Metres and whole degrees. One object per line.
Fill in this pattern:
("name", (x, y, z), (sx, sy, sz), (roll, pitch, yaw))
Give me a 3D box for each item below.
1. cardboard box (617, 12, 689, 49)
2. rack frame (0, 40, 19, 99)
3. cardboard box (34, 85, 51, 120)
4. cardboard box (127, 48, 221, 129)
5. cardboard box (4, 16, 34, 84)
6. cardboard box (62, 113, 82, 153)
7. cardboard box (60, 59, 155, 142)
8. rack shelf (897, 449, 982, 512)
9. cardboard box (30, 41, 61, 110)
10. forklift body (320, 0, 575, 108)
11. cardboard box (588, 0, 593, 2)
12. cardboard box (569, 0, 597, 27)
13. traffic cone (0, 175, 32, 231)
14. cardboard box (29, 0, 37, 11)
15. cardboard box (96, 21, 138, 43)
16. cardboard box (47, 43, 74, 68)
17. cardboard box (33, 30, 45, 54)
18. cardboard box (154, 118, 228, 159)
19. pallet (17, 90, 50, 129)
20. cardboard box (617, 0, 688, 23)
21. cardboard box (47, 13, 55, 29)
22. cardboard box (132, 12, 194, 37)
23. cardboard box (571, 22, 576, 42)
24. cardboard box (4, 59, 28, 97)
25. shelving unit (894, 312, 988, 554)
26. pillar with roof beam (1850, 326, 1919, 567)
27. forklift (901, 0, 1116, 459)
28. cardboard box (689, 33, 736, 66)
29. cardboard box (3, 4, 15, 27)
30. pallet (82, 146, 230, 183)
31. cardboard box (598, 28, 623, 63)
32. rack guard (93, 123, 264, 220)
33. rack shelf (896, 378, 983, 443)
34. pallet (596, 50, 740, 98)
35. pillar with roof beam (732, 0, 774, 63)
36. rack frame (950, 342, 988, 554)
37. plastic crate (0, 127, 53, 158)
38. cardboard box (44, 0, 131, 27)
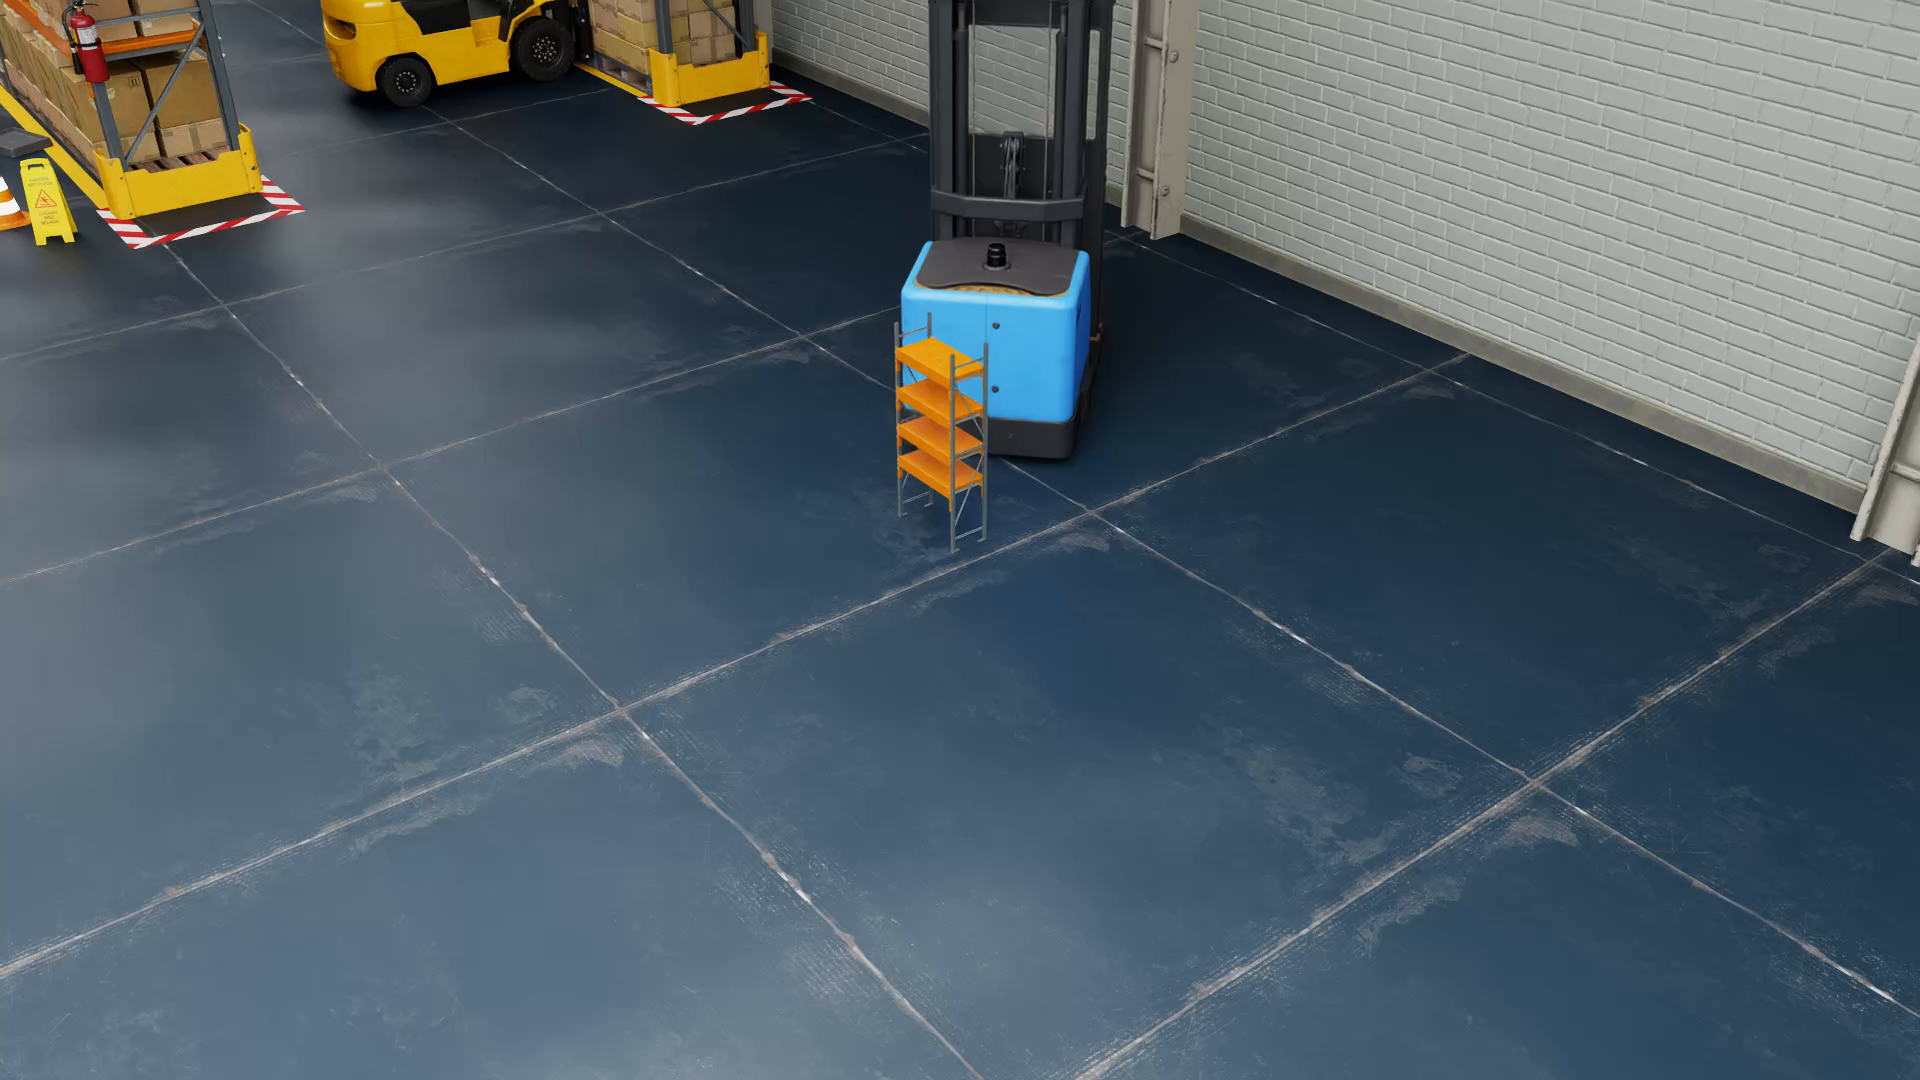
("cardboard box", (-2.987, -5.000, 16.192), (0.500, 0.250, 0.500), (-23, 38, -32))
("rack frame", (-8.813, -5.736, 15.642), (1.000, 3.000, 0.127), (-22, 38, -31))
("cardboard box", (-8.000, -3.974, 15.013), (0.500, 0.250, 0.500), (-23, 38, -32))
("cardboard box", (-6.651, -3.833, 14.076), (0.500, 0.500, 0.500), (-24, 39, -33))
("cardboard box", (-8.327, -4.512, 15.169), (0.500, 0.500, 0.500), (-21, 37, -30))
("cardboard box", (-7.379, -3.547, 14.326), (0.500, 0.250, 0.500), (-22, 38, -31))
("cardboard box", (-7.057, -3.647, 13.776), (0.500, 0.500, 0.500), (-22, 38, -31))
("rack shelf", (-0.102, -0.353, 9.185), (0.258, 0.148, 0.480), (-22, 38, -31))
("cardboard box", (-7.684, -4.076, 14.467), (0.500, 0.500, 0.500), (-23, 39, -32))
("forklift body", (-5.045, -5.516, 16.092), (2.313, 2.155, 1.214), (-22, 38, -31))
("cardboard box", (-3.605, -5.620, 16.716), (0.500, 0.250, 0.500), (-22, 38, -31))
("cardboard box", (-3.619, -5.421, 16.870), (0.500, 0.250, 0.500), (-23, 39, -32))
("traffic cone", (-7.642, -2.753, 13.244), (0.336, 0.463, 0.334), (-22, 38, -31))
("cardboard box", (-7.598, -4.559, 13.985), (0.380, 0.149, 0.250), (-23, 38, -32))
("cardboard box", (-6.758, -4.049, 13.164), (0.380, 0.149, 0.250), (-21, 37, -30))
("cardboard box", (-7.335, -4.054, 13.816), (0.380, 0.149, 0.250), (-21, 38, -30))
("cardboard box", (-7.647, -4.270, 14.165), (0.380, 0.149, 0.250), (-21, 37, -29))
("cardboard box", (-6.636, -3.505, 14.258), (0.500, 0.250, 0.500), (-23, 38, -32))
("pallet", (-8.373, -4.283, 15.945), (1.003, 0.211, 1.213), (-22, 38, -31))
("cardboard box", (-2.970, -5.202, 16.043), (0.500, 0.250, 0.500), (-21, 37, -30))
("cardboard box", (-7.141, -4.232, 13.459), (0.380, 0.149, 0.250), (-23, 39, -32))
("cardboard box", (-6.405, -4.170, 13.360), (0.380, 0.149, 0.250), (-22, 38, -31))
("cardboard box", (-3.912, -5.411, 17.327), (0.500, 0.250, 0.500), (-21, 38, -30))
("cardboard box", (-8.664, -4.413, 15.720), (0.500, 0.250, 0.500), (-24, 39, -33))
("shelving unit", (-0.102, -0.579, 9.044), (0.258, 1.200, 0.503), (-22, 38, -31))
("pillar with roof beam", (1.802, -2.412, 4.605), (9.100, 9.000, 0.400), (-22, 38, -31))
("forklift", (0.398, -2.492, 10.485), (1.130, 2.935, 3.031), (5, 32, 8))
("cardboard box", (-2.588, -4.954, 16.592), (0.500, 0.250, 0.500), (-22, 38, -31))
("cardboard box", (-8.318, -4.722, 14.892), (0.380, 0.149, 0.250), (-21, 37, -30))
("pallet", (-6.877, -3.266, 14.308), (1.003, 0.211, 1.213), (-22, 38, -31))
("cardboard box", (-3.276, -4.990, 16.650), (0.500, 0.250, 0.500), (-22, 38, -31))
("rack guard", (-6.406, -3.038, 13.668), (1.175, 0.500, 0.348), (-22, 38, -31))
("rack shelf", (-0.102, -0.712, 8.962), (0.258, 0.148, 0.480), (-22, 38, -31))
("pallet", (-2.943, -4.797, 16.773), (1.003, 0.211, 1.213), (-22, 38, -31))
("pillar with roof beam", (-5.557, -7.414, 12.657), (9.100, 9.000, 0.400), (-22, 38, -31))
("rack frame", (0.048, -0.477, 8.881), (0.240, 1.200, 0.015), (-22, 38, -31))
("plastic crate", (-8.498, -3.576, 14.931), (0.583, 0.080, 0.402), (18, 36, 27))
("cardboard box", (-6.910, -4.374, 13.074), (0.500, 0.500, 0.500), (-23, 39, -32))
